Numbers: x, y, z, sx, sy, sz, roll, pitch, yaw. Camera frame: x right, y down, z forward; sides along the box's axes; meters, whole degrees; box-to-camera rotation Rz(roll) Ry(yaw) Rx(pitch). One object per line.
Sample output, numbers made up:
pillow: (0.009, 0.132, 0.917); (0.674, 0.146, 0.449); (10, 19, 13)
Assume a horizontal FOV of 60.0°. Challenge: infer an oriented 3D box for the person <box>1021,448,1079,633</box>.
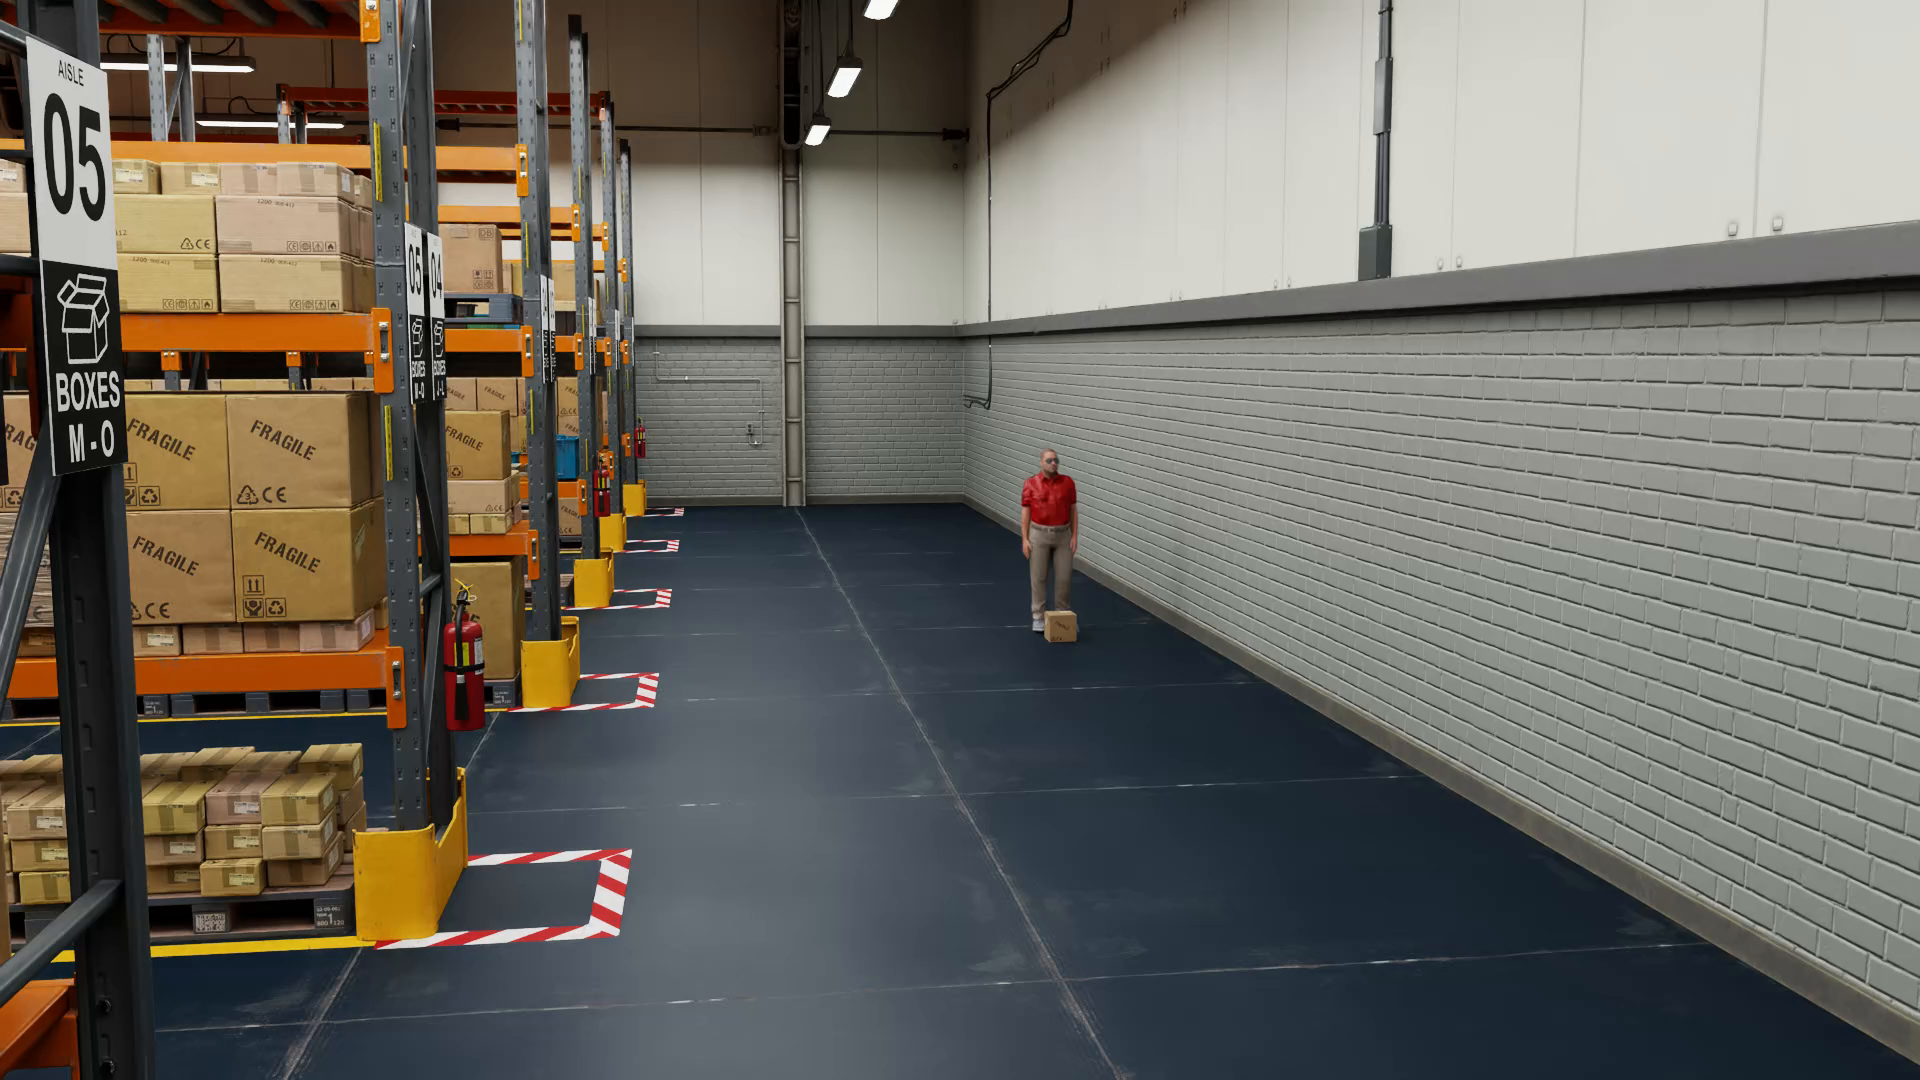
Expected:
person: (0.856, 0.012, 15.725); (0.544, 1.748, 0.369); (-1, 6, -7)
